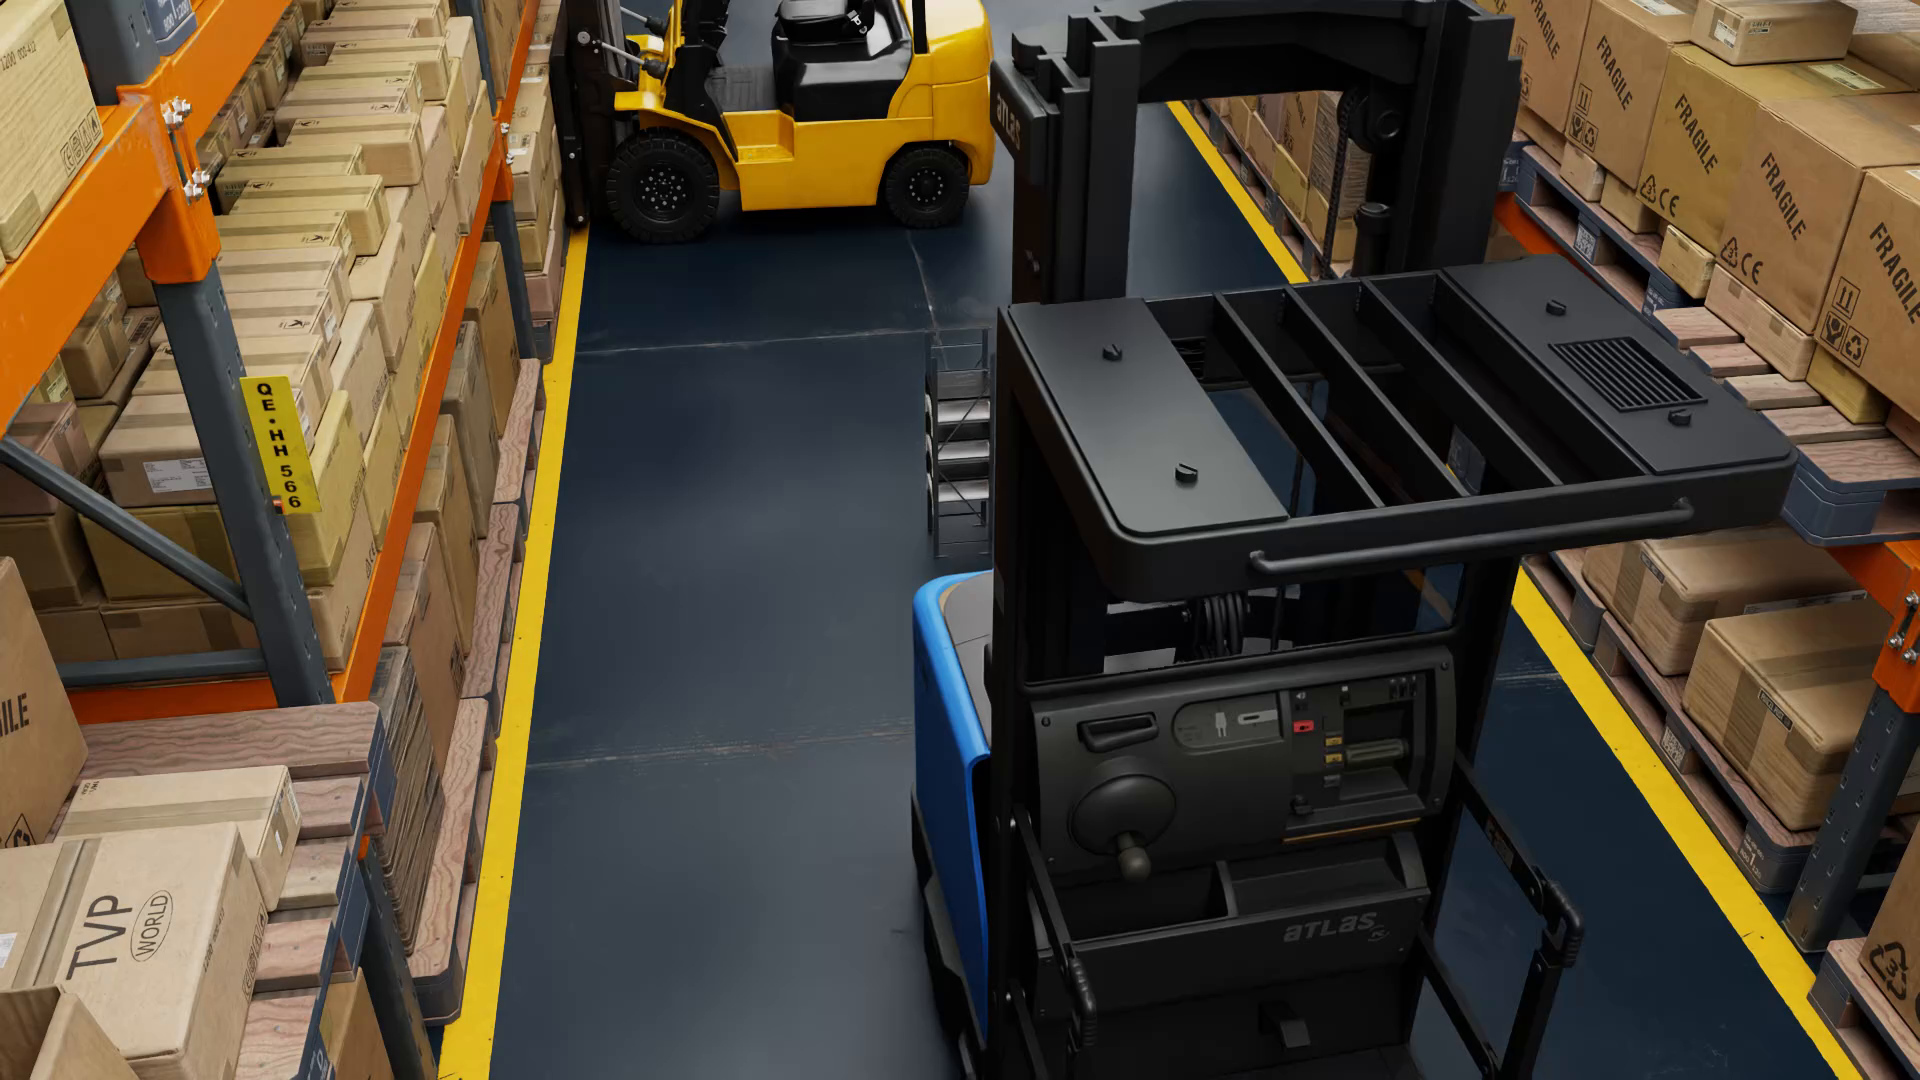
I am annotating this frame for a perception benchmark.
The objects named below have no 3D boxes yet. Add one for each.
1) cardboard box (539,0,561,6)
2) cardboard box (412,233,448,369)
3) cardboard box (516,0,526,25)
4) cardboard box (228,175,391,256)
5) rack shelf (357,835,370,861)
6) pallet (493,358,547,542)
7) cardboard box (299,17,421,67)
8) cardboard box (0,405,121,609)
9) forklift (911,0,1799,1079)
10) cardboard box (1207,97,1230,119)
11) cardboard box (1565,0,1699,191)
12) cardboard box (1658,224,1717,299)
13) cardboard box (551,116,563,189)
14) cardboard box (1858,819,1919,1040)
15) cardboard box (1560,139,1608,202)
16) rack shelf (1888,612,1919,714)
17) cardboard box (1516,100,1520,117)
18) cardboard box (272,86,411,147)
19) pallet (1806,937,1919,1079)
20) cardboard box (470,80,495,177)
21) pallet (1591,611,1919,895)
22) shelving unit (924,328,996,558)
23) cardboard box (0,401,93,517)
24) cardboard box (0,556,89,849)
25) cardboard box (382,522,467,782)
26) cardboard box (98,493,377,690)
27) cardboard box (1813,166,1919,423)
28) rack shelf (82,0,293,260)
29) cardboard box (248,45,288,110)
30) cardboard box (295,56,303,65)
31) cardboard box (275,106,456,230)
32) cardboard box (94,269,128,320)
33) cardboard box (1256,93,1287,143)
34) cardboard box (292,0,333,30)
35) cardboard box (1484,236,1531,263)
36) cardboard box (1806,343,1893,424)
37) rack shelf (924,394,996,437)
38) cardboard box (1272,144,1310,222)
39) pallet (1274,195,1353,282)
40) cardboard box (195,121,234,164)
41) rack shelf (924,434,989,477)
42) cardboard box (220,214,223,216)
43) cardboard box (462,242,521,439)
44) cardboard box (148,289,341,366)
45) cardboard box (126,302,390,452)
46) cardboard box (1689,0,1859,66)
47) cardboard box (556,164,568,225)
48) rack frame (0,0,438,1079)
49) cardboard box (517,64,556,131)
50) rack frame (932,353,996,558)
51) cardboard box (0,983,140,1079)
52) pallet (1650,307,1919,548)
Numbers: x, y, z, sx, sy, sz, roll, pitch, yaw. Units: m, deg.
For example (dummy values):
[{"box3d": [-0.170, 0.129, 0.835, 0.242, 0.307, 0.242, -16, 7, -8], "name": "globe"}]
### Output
[{"box3d": [-2.560, -3.096, 9.810, 0.500, 0.250, 0.500, -4, 34, -6], "name": "cardboard box"}, {"box3d": [-1.954, -0.761, 5.336, 0.500, 0.250, 0.500, -3, 34, -5], "name": "cardboard box"}, {"box3d": [-2.424, -2.812, 8.123, 0.500, 0.500, 0.500, -5, 35, -7], "name": "cardboard box"}, {"box3d": [-1.865, -0.928, 4.783, 0.380, 0.149, 0.250, -4, 34, -5], "name": "cardboard box"}, {"box3d": [-1.661, 1.714, 2.210, 1.077, 0.370, 4.000, -4, 35, -6], "name": "rack shelf"}, {"box3d": [-2.330, -0.371, 7.106, 1.003, 0.211, 1.213, -4, 35, -6], "name": "pallet"}, {"box3d": [-2.168, -1.783, 6.039, 0.380, 0.149, 0.250, -4, 35, -6], "name": "cardboard box"}, {"box3d": [-2.265, -0.073, 3.883, 0.500, 0.250, 0.500, -4, 34, -5], "name": "cardboard box"}, {"box3d": [0.658, 0.539, 3.357, 1.130, 2.935, 3.031, -7, 35, -10], "name": "forklift"}, {"box3d": [1.808, -2.822, 10.296, 0.500, 0.250, 0.500, -3, 34, -5], "name": "cardboard box"}, {"box3d": [2.430, -1.521, 5.593, 0.500, 0.500, 0.500, -6, 35, -8], "name": "cardboard box"}, {"box3d": [2.448, -0.887, 5.238, 0.380, 0.149, 0.250, -4, 34, -6], "name": "cardboard box"}, {"box3d": [-2.353, -2.031, 8.691, 0.500, 0.250, 0.500, -5, 35, -7], "name": "cardboard box"}, {"box3d": [2.999, 1.019, 4.105, 0.875, 0.875, 0.875, -5, 35, -7], "name": "cardboard box"}, {"box3d": [2.359, -1.317, 5.869, 0.380, 0.149, 0.250, -3, 34, -5], "name": "cardboard box"}, {"box3d": [3.257, 1.336, 2.764, 1.077, 0.370, 4.000, -4, 35, -6], "name": "rack shelf"}, {"box3d": [2.351, -1.754, 6.510, 0.380, 0.149, 0.250, -2, 34, -3], "name": "cardboard box"}, {"box3d": [-2.000, -1.356, 5.411, 0.380, 0.149, 0.250, -4, 34, -6], "name": "cardboard box"}, {"box3d": [3.020, 1.521, 4.331, 1.003, 0.211, 1.213, -4, 35, -6], "name": "pallet"}, {"box3d": [-2.141, -1.608, 6.579, 0.500, 0.250, 0.500, -4, 34, -5], "name": "cardboard box"}, {"box3d": [2.885, 0.639, 5.625, 1.003, 0.211, 1.213, -4, 35, -6], "name": "pallet"}, {"box3d": [0.001, -0.367, 6.490, 0.258, 0.900, 0.210, -4, 35, -6], "name": "shelving unit"}, {"box3d": [-2.174, -0.174, 3.678, 0.380, 0.149, 0.250, -3, 34, -5], "name": "cardboard box"}, {"box3d": [-2.015, 0.385, 3.059, 0.500, 0.500, 0.500, -3, 34, -4], "name": "cardboard box"}, {"box3d": [-2.096, 0.396, 5.242, 0.875, 0.625, 0.625, -3, 34, -5], "name": "cardboard box"}, {"box3d": [-1.747, 0.097, 4.077, 0.500, 0.250, 0.500, -4, 35, -6], "name": "cardboard box"}, {"box3d": [2.652, -0.647, 4.310, 0.500, 0.500, 0.500, -5, 35, -8], "name": "cardboard box"}, {"box3d": [-2.199, -1.757, 4.640, 1.077, 0.370, 4.000, -4, 35, -6], "name": "rack shelf"}, {"box3d": [-2.561, -1.594, 5.761, 0.380, 0.149, 0.250, -5, 35, -7], "name": "cardboard box"}, {"box3d": [-2.653, -1.773, 6.377, 0.500, 0.250, 0.500, -5, 35, -7], "name": "cardboard box"}, {"box3d": [-2.009, -1.249, 5.608, 0.500, 0.250, 0.500, -4, 34, -5], "name": "cardboard box"}, {"box3d": [-2.396, -0.593, 4.292, 0.380, 0.149, 0.250, -5, 35, -7], "name": "cardboard box"}, {"box3d": [1.965, -2.534, 9.208, 0.500, 0.500, 0.500, -3, 34, -4], "name": "cardboard box"}, {"box3d": [-2.633, -2.028, 6.398, 0.380, 0.149, 0.250, -5, 35, -7], "name": "cardboard box"}, {"box3d": [2.524, -1.104, 7.667, 0.950, 0.372, 0.625, -4, 34, -6], "name": "cardboard box"}, {"box3d": [2.603, -0.456, 4.606, 0.380, 0.149, 0.250, -4, 34, -6], "name": "cardboard box"}, {"box3d": [0.001, -0.489, 6.407, 0.258, 0.077, 0.200, -4, 35, -6], "name": "rack shelf"}, {"box3d": [2.023, -1.952, 9.020, 0.500, 0.250, 0.500, -5, 35, -8], "name": "cardboard box"}, {"box3d": [2.325, -1.529, 8.806, 1.003, 0.211, 1.213, -4, 35, -6], "name": "pallet"}, {"box3d": [-2.474, -1.174, 5.144, 0.380, 0.149, 0.250, -4, 34, -6], "name": "cardboard box"}, {"box3d": [0.001, -0.340, 6.509, 0.258, 0.077, 0.200, -4, 35, -6], "name": "rack shelf"}, {"box3d": [-2.461, -0.919, 5.125, 0.500, 0.250, 0.500, -5, 35, -7], "name": "cardboard box"}, {"box3d": [-2.386, -0.833, 7.045, 0.875, 0.625, 0.625, -3, 34, -4], "name": "cardboard box"}, {"box3d": [-1.778, -0.499, 4.154, 0.380, 0.149, 0.250, -3, 34, -5], "name": "cardboard box"}, {"box3d": [-1.813, -0.389, 4.347, 0.500, 0.250, 0.500, -3, 34, -5], "name": "cardboard box"}, {"box3d": [2.489, -1.574, 5.095, 0.380, 0.149, 0.250, -6, 35, -9], "name": "cardboard box"}, {"box3d": [-2.373, -1.831, 8.842, 0.500, 0.250, 0.500, -4, 34, -6], "name": "cardboard box"}, {"box3d": [-1.930, 0.301, 3.645, 1.000, 3.000, 0.127, -4, 35, -6], "name": "rack frame"}, {"box3d": [-2.359, -2.238, 8.551, 0.500, 0.250, 0.500, -3, 34, -5], "name": "cardboard box"}, {"box3d": [0.015, -0.311, 6.407, 0.240, 0.900, 0.006, -4, 35, -6], "name": "rack frame"}, {"box3d": [-1.527, 0.982, 2.181, 0.797, 0.503, 0.637, -5, 35, -7], "name": "cardboard box"}, {"box3d": [2.787, -0.387, 4.825, 1.213, 0.211, 1.003, -4, 35, -6], "name": "pallet"}]
